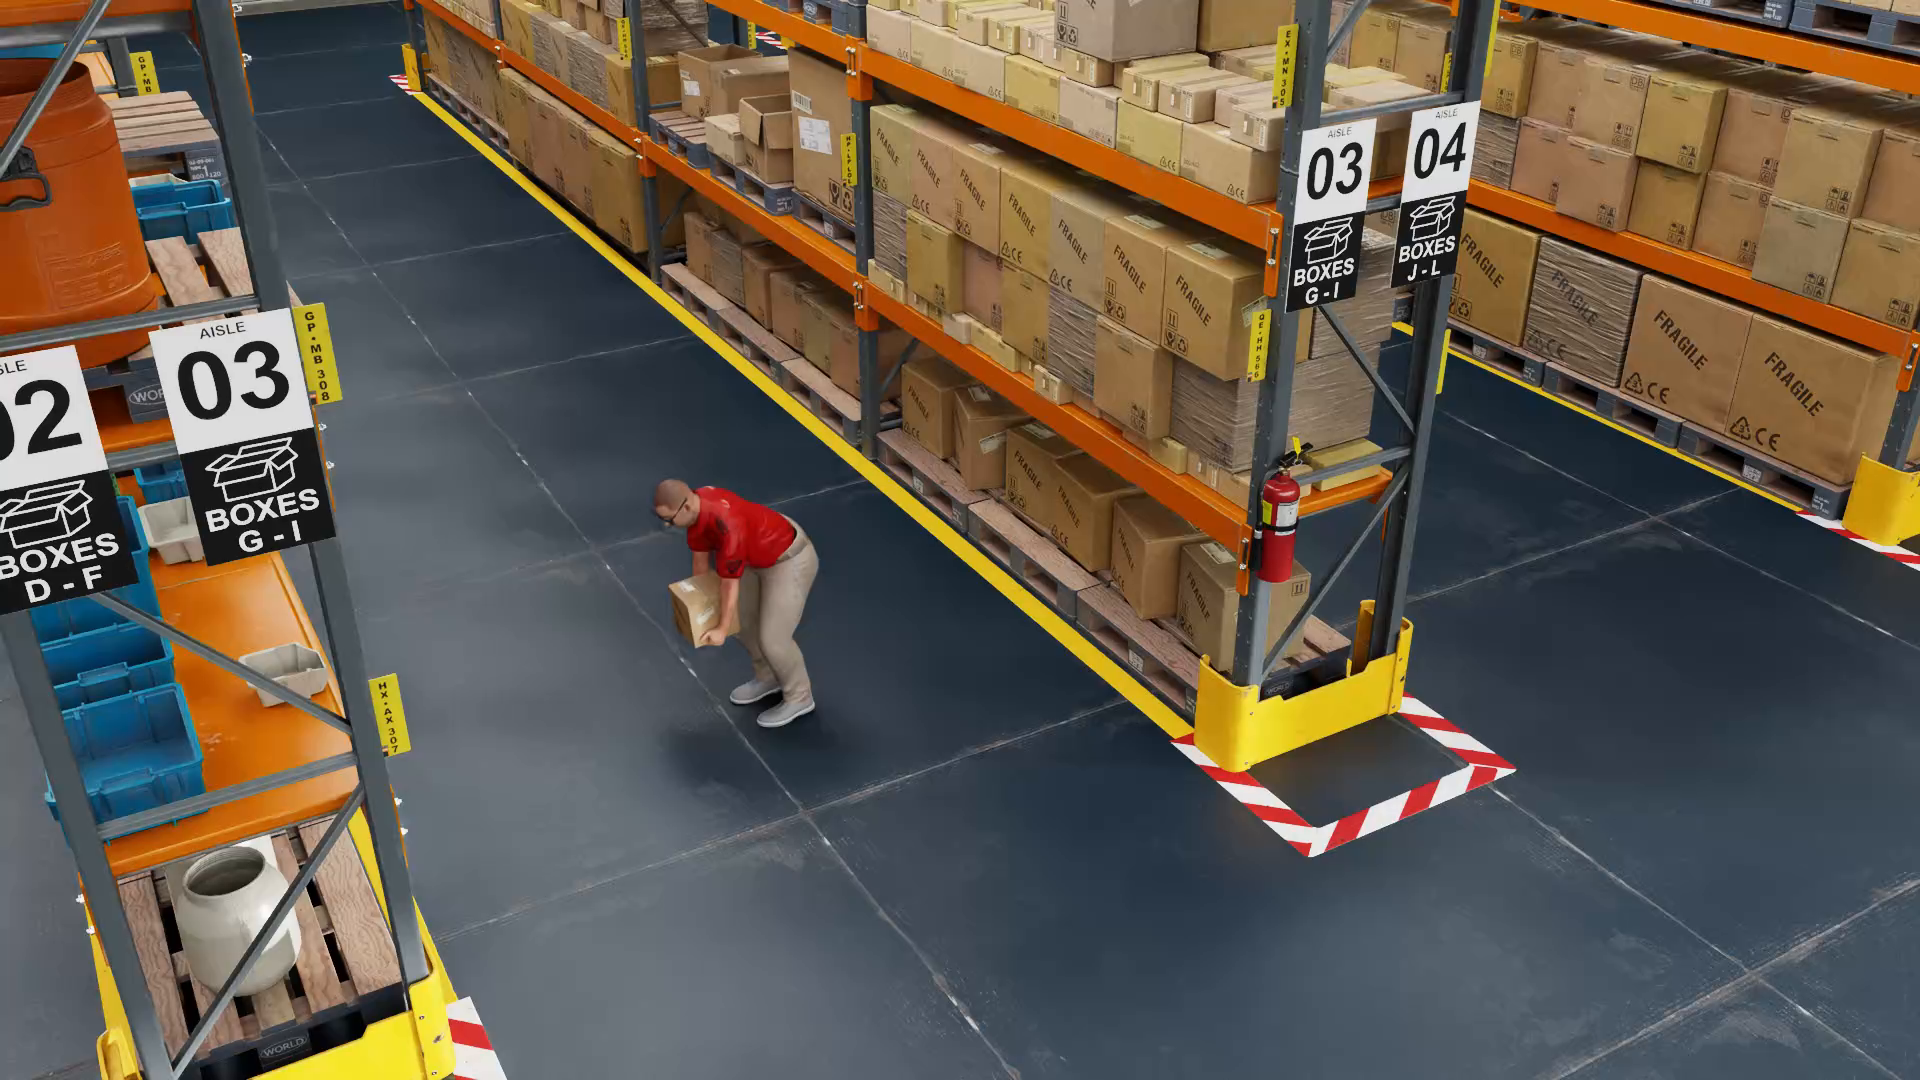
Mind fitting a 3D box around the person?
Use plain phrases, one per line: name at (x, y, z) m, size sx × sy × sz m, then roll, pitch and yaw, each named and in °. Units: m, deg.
person at (-1.111, 0.273, 8.377) m, size 0.816 × 1.455 × 0.477 m, roll -17°, pitch 33°, yaw -28°
